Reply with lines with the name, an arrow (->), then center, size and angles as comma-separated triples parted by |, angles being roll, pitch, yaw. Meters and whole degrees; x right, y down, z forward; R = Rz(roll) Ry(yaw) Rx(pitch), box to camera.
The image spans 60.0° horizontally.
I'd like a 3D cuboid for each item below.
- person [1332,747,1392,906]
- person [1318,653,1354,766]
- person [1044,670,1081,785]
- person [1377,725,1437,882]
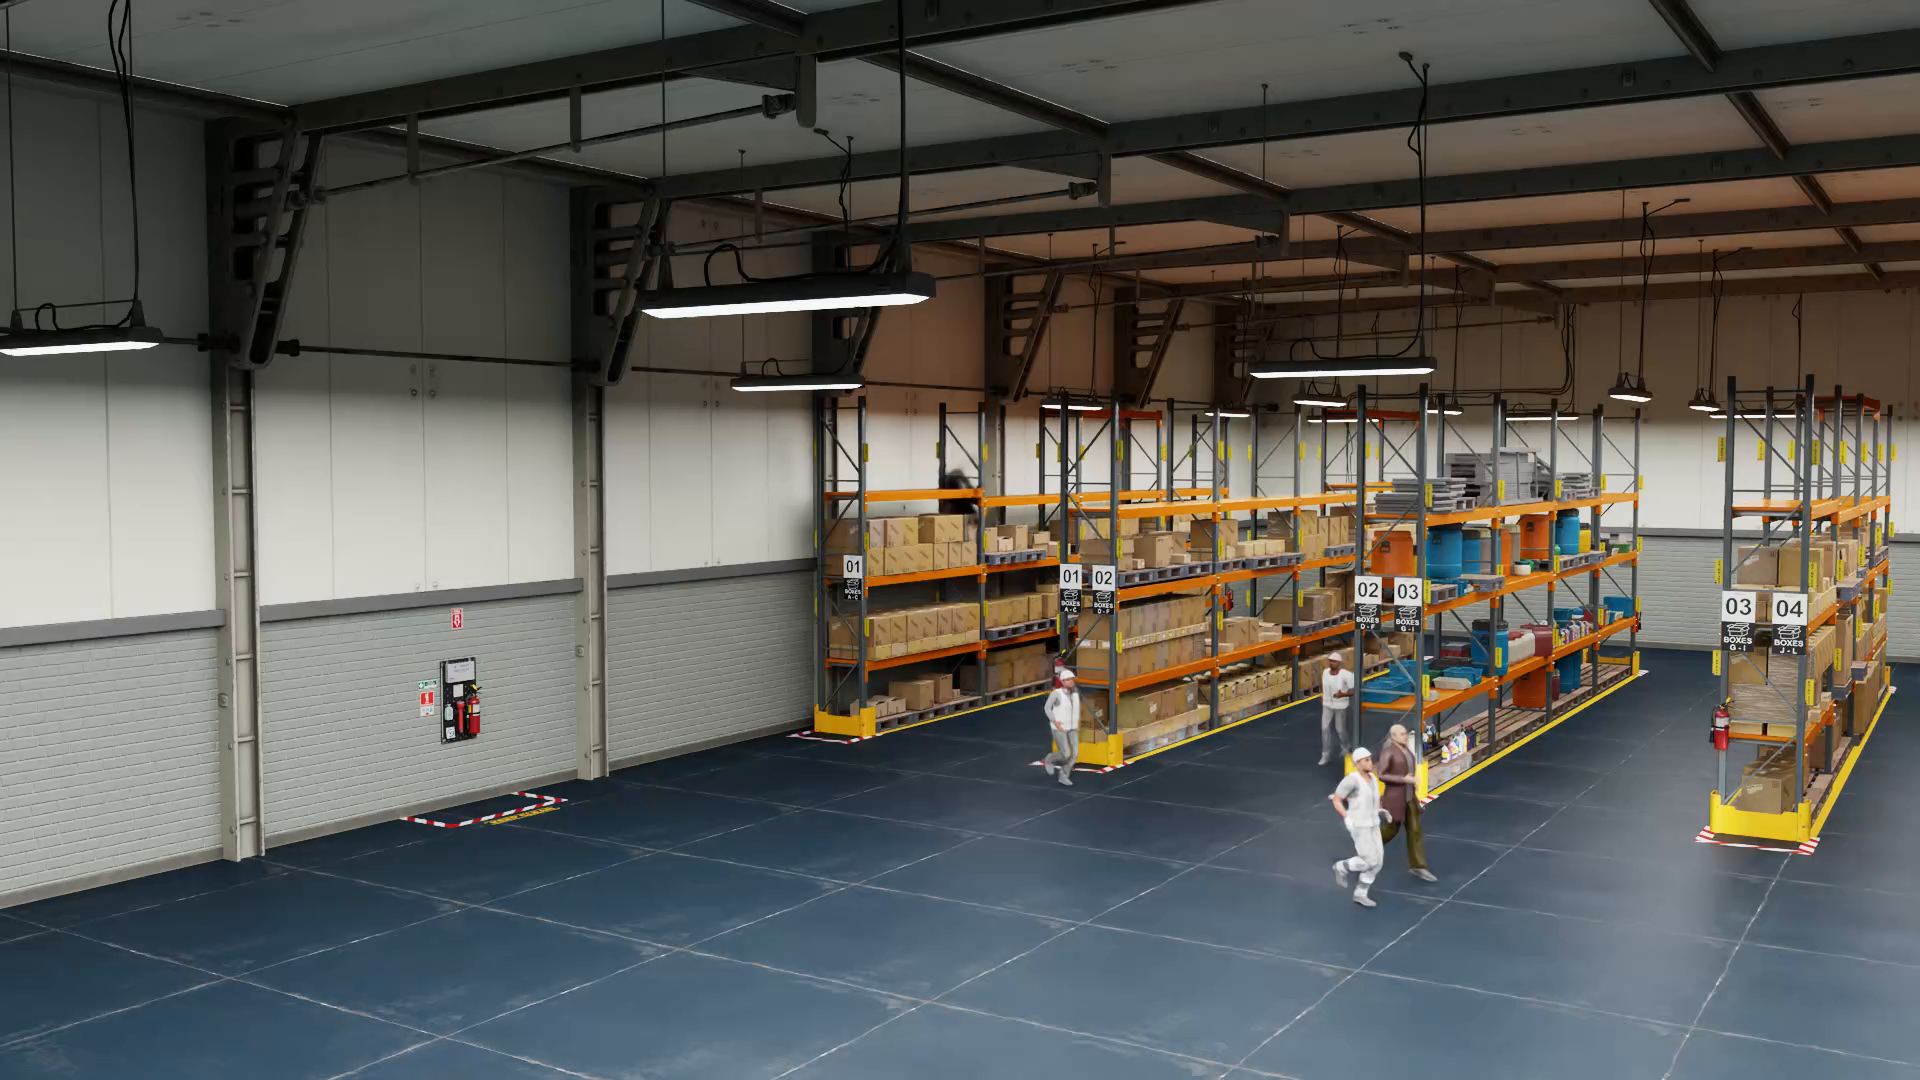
person -> 4.457, 3.171, 18.443 | 0.666, 1.745, 0.600 | -2, 4, -38
person -> 6.077, 2.710, 26.811 | 0.685, 1.807, 0.848 | 2, 4, 33
person -> 1.546, 2.826, 25.186 | 0.652, 1.739, 0.569 | -2, 4, -38
person -> 5.167, 3.062, 19.611 | 0.710, 1.781, 1.049 | -2, 4, -36
